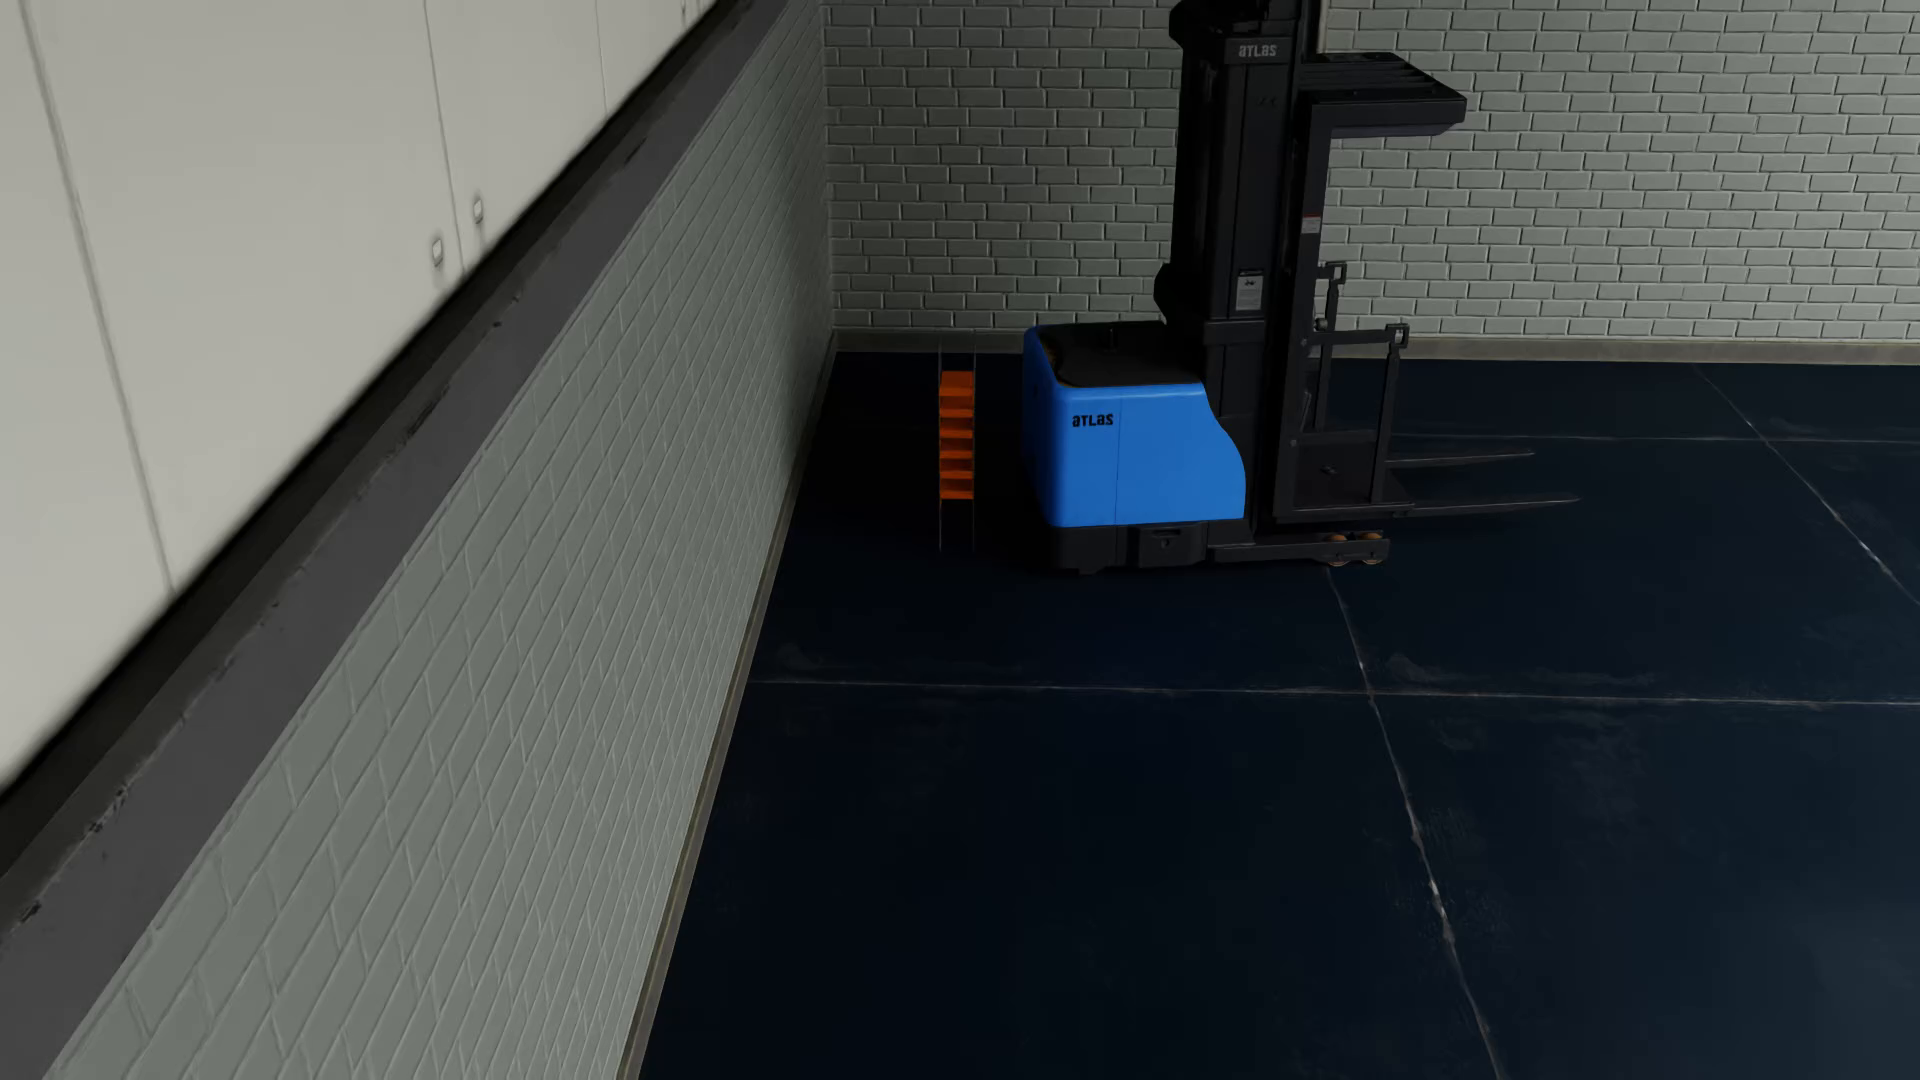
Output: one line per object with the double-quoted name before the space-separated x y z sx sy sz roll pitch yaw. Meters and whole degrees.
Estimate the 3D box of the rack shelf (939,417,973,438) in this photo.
"rack shelf" -0.014 -0.597 8.934 0.180 0.103 0.258 1 28 2

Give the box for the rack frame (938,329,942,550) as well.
"rack frame" -0.106 -0.532 8.972 0.006 1.200 0.240 1 28 2

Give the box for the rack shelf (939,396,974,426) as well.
"rack shelf" -0.014 -0.703 8.878 0.180 0.103 0.258 1 28 2

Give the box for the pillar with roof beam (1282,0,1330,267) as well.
"pillar with roof beam" 1.942 -3.192 5.664 0.400 9.000 9.100 1 28 2

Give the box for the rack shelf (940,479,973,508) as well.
"rack shelf" -0.014 -0.279 9.103 0.180 0.103 0.258 1 28 2

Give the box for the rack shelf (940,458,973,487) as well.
"rack shelf" -0.014 -0.385 9.046 0.180 0.103 0.258 1 28 2

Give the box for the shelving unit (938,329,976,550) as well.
"shelving unit" -0.014 -0.530 8.969 0.189 1.200 0.258 1 28 2

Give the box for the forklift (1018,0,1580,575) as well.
"forklift" 1.892 -1.397 8.756 3.031 2.935 1.130 -3 28 -6

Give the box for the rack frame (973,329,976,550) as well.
"rack frame" 0.077 -0.529 8.967 0.006 1.200 0.240 1 28 2

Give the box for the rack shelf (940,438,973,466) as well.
"rack shelf" -0.014 -0.491 8.990 0.180 0.103 0.258 1 28 2

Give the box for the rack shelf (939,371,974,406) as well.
"rack shelf" -0.014 -0.809 8.822 0.180 0.103 0.258 1 28 2
